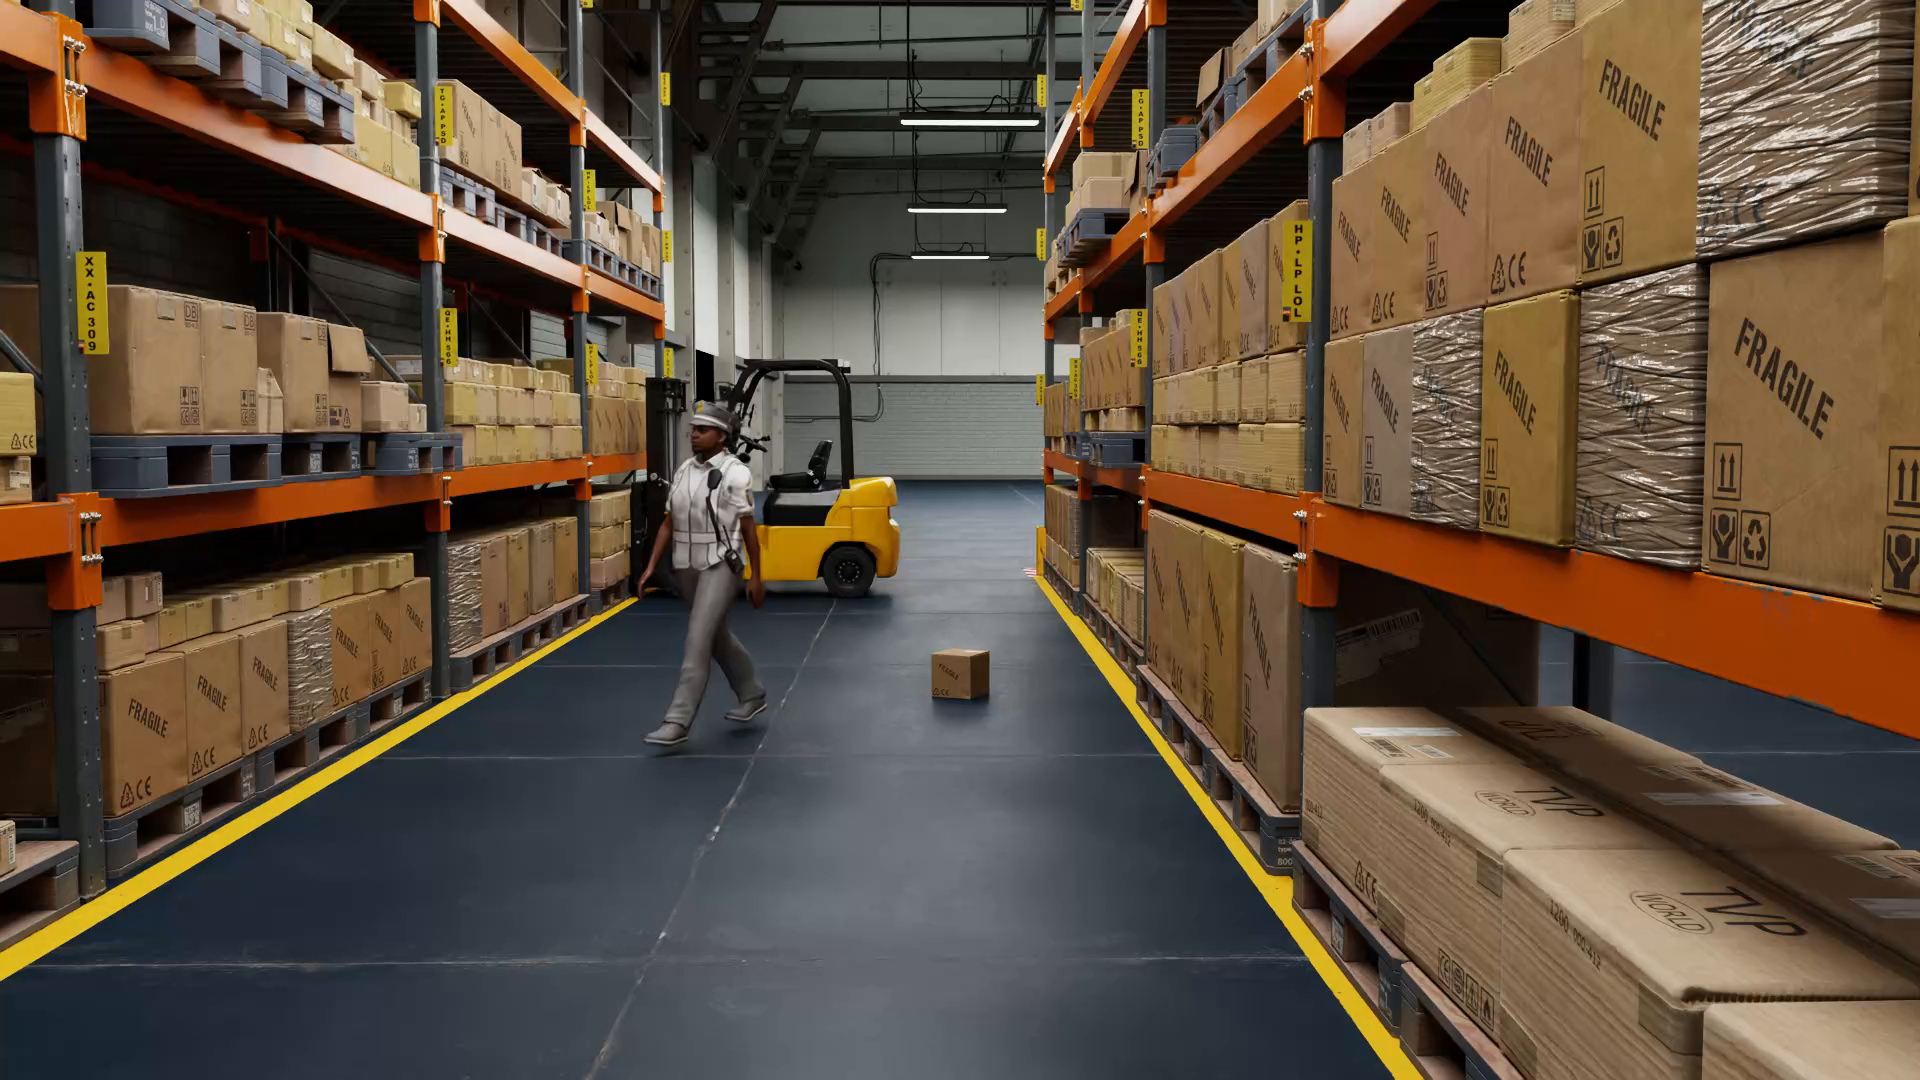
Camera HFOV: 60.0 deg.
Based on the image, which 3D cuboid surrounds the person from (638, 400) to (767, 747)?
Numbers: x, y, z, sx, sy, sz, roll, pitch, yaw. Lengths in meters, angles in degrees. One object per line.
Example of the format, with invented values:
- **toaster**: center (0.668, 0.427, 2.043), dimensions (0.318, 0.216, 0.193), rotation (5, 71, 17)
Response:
- **person**: center (-1.278, 0.135, 8.147), dimensions (0.489, 1.628, 0.996), rotation (3, 5, 35)
